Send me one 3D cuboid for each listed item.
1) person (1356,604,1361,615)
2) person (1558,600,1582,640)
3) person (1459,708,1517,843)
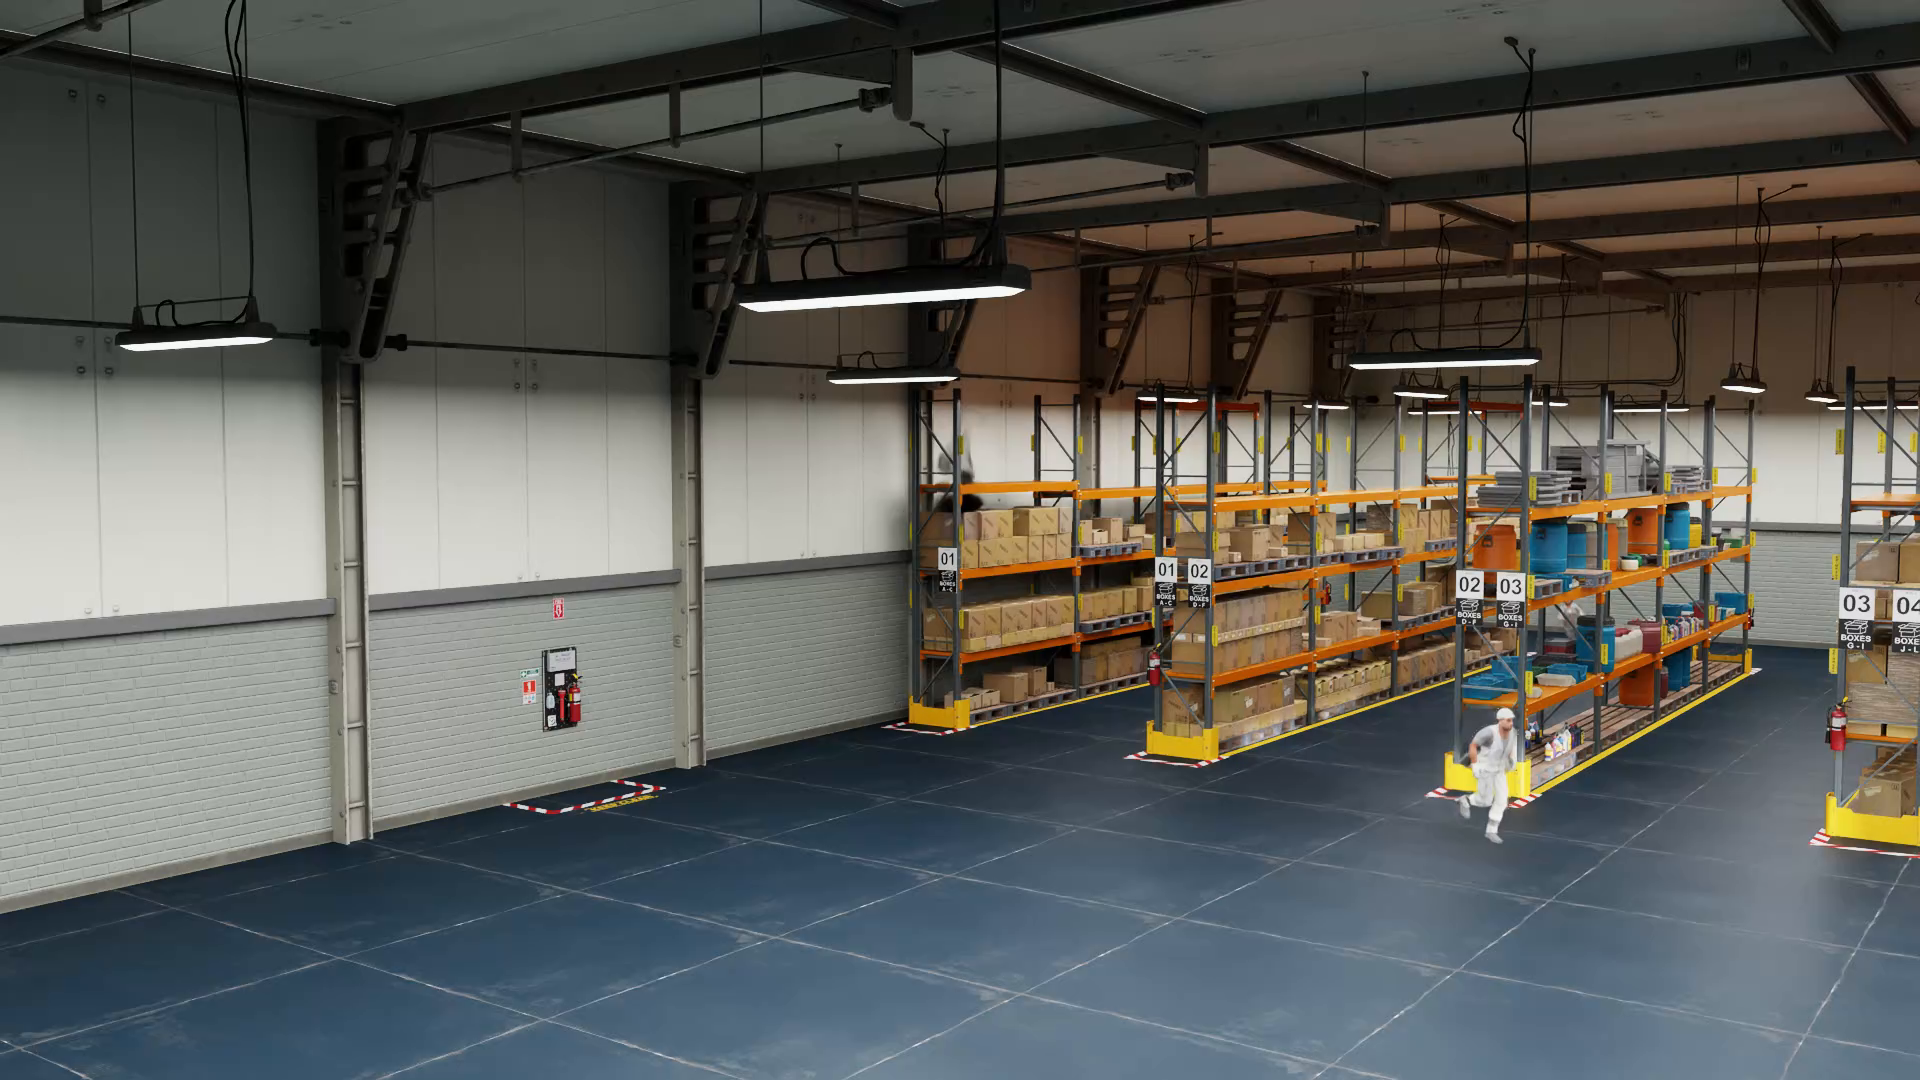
[{"bbox_3d":[9.121,2.017,37.122,0.642,1.693,0.869,3,4,39],"label":"person"},{"bbox_3d":[14.052,2.066,38.244,0.590,1.601,0.649,1,3,20],"label":"person"},{"bbox_3d":[6.744,2.956,21.238,0.659,1.723,0.918,-2,4,-29],"label":"person"}]
